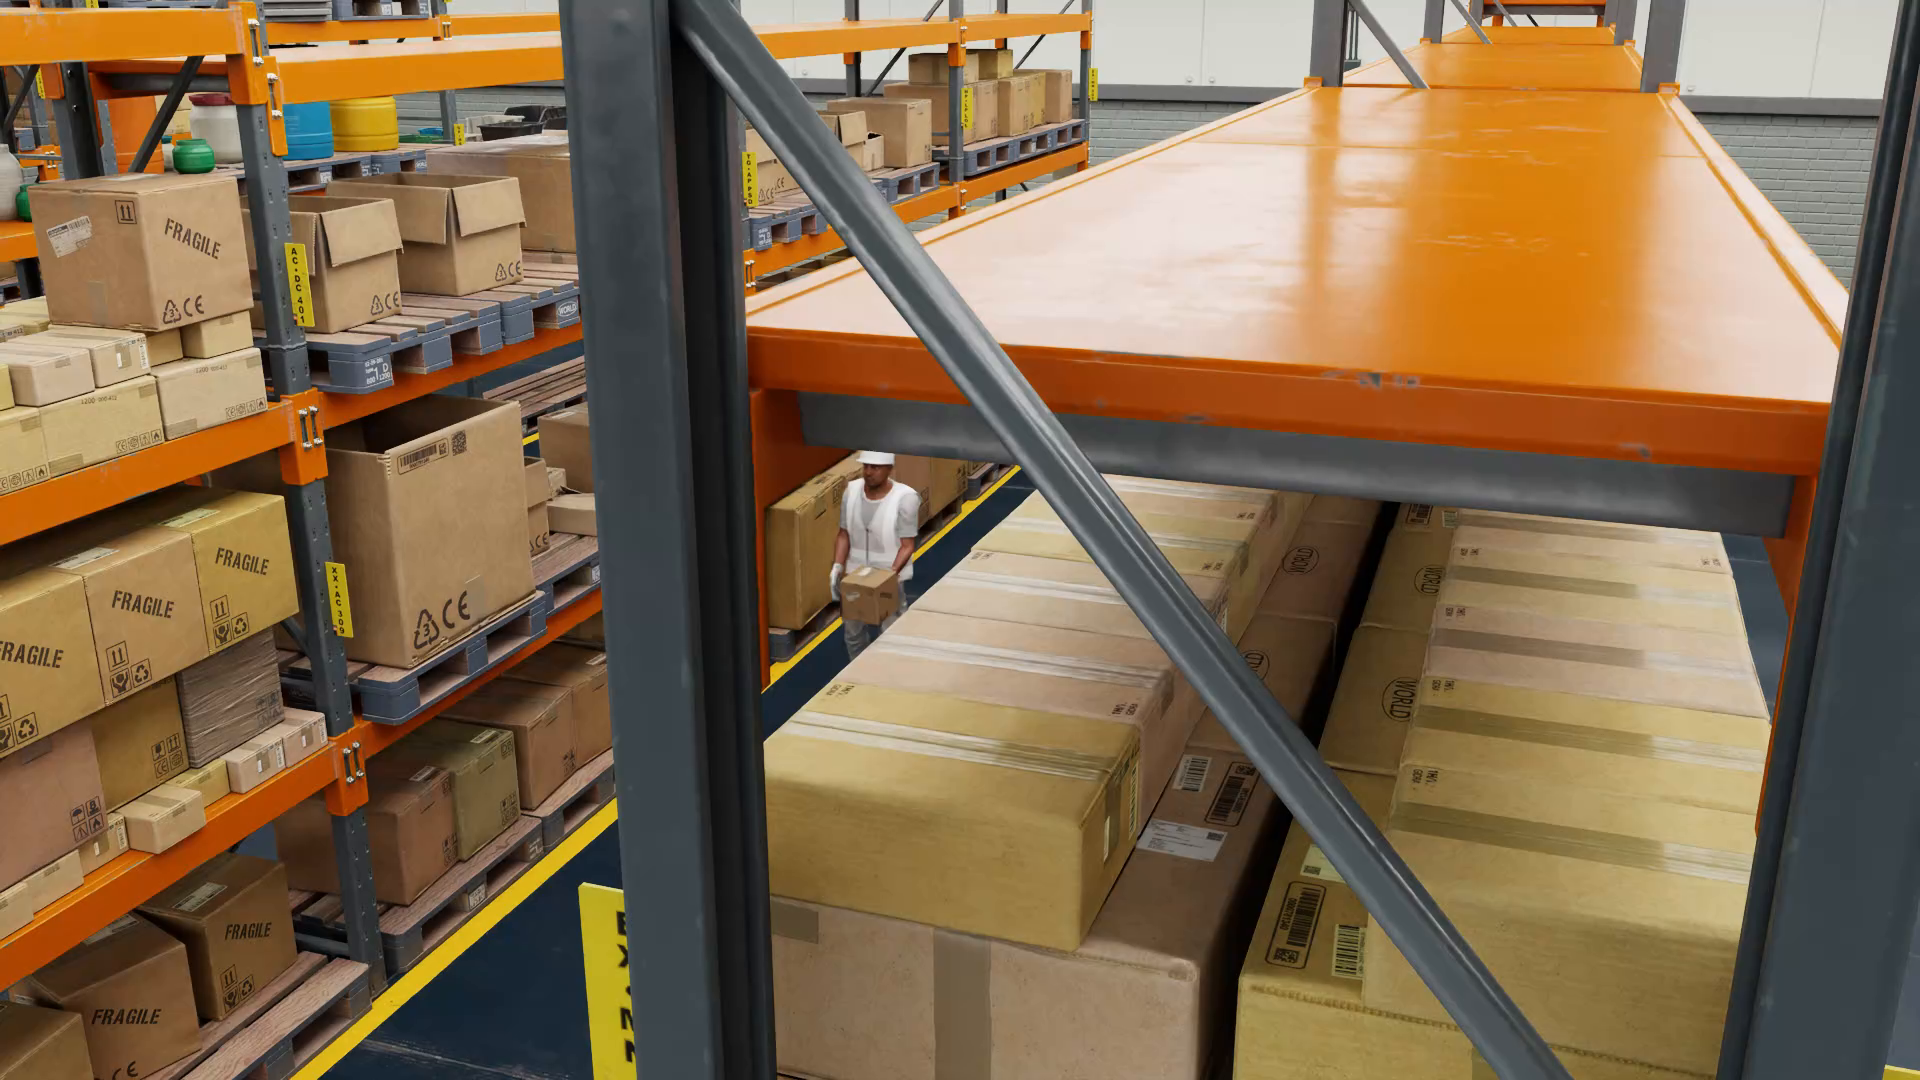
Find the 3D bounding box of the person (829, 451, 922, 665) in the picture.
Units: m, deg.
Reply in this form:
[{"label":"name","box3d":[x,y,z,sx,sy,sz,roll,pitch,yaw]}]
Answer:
[{"label":"person","box3d":[-0.536,0.260,10.245,0.546,1.786,0.509,10,21,27]}]
